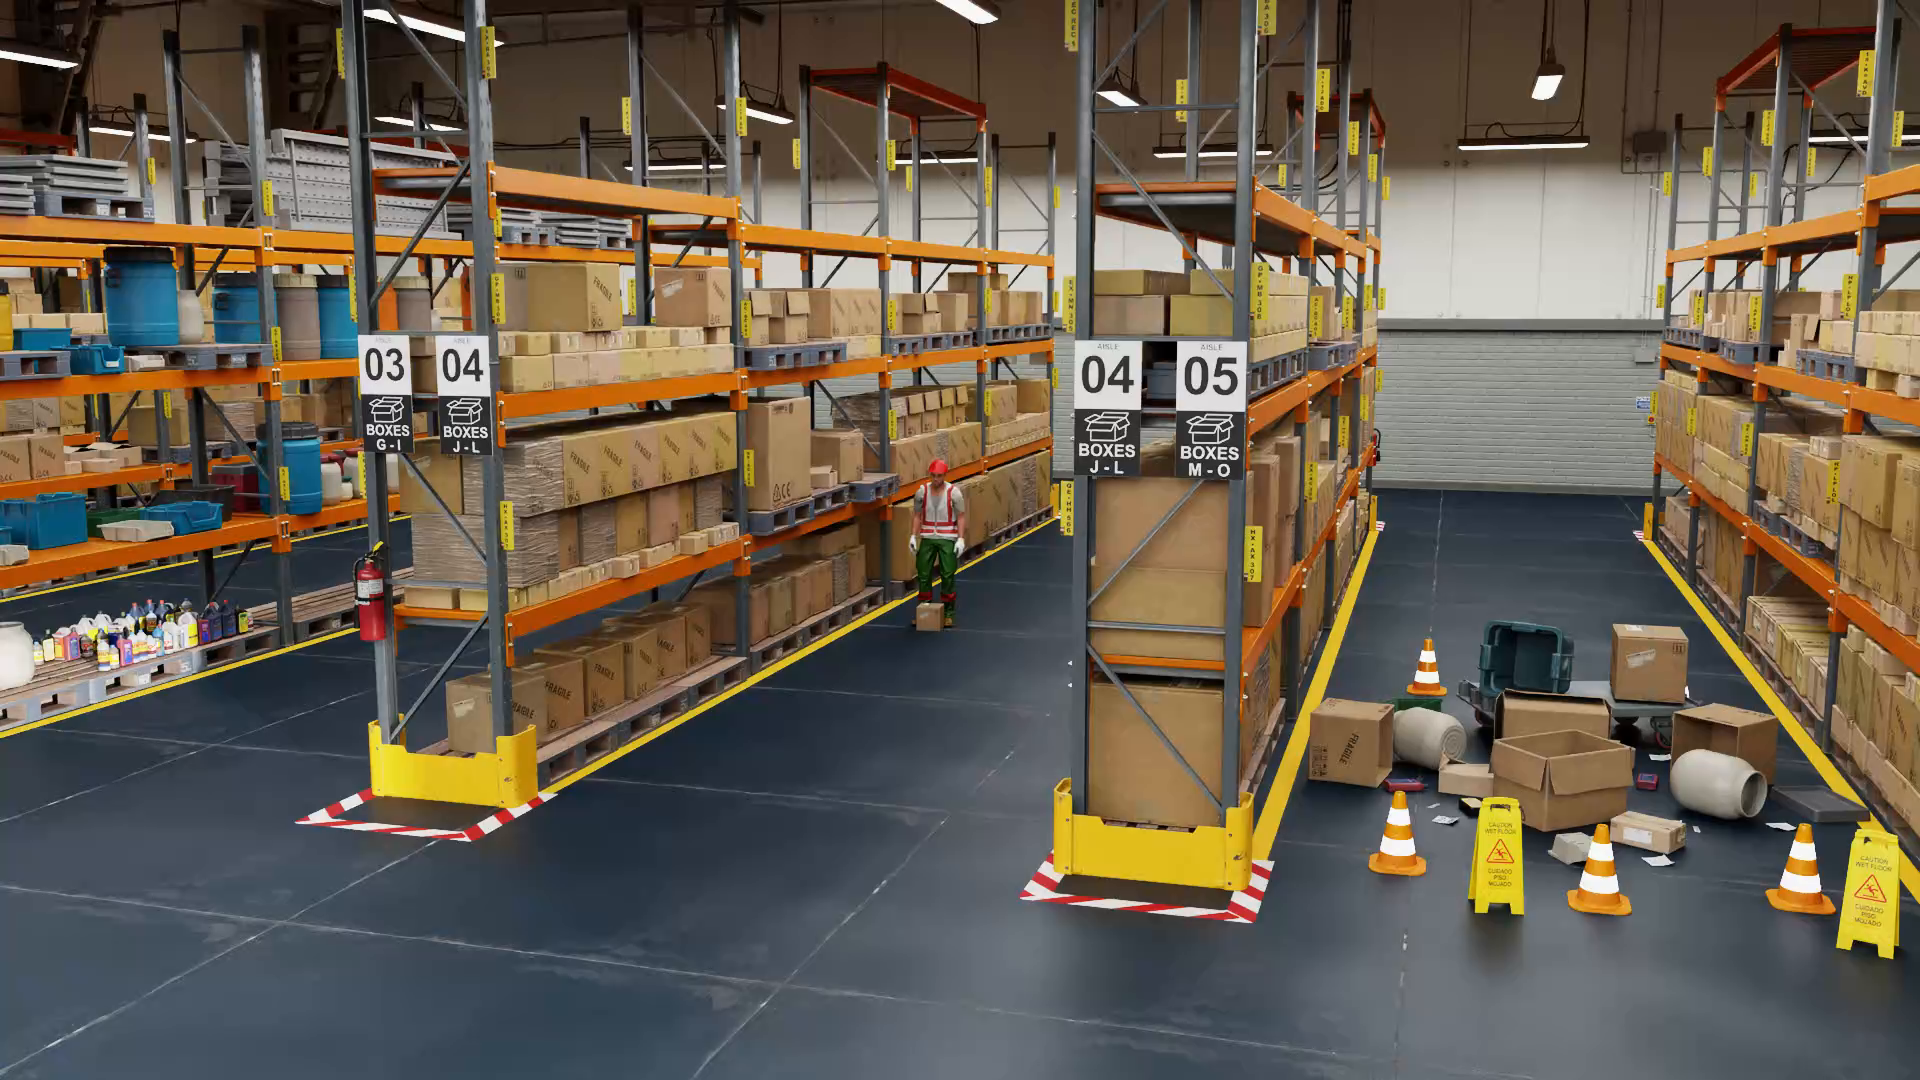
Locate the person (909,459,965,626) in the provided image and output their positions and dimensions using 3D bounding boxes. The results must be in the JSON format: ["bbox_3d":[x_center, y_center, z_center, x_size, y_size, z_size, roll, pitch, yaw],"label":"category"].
[{"bbox_3d":[-0.243,0.024,17.614,0.611,1.778,0.450,2,8,13],"label":"person"}]
